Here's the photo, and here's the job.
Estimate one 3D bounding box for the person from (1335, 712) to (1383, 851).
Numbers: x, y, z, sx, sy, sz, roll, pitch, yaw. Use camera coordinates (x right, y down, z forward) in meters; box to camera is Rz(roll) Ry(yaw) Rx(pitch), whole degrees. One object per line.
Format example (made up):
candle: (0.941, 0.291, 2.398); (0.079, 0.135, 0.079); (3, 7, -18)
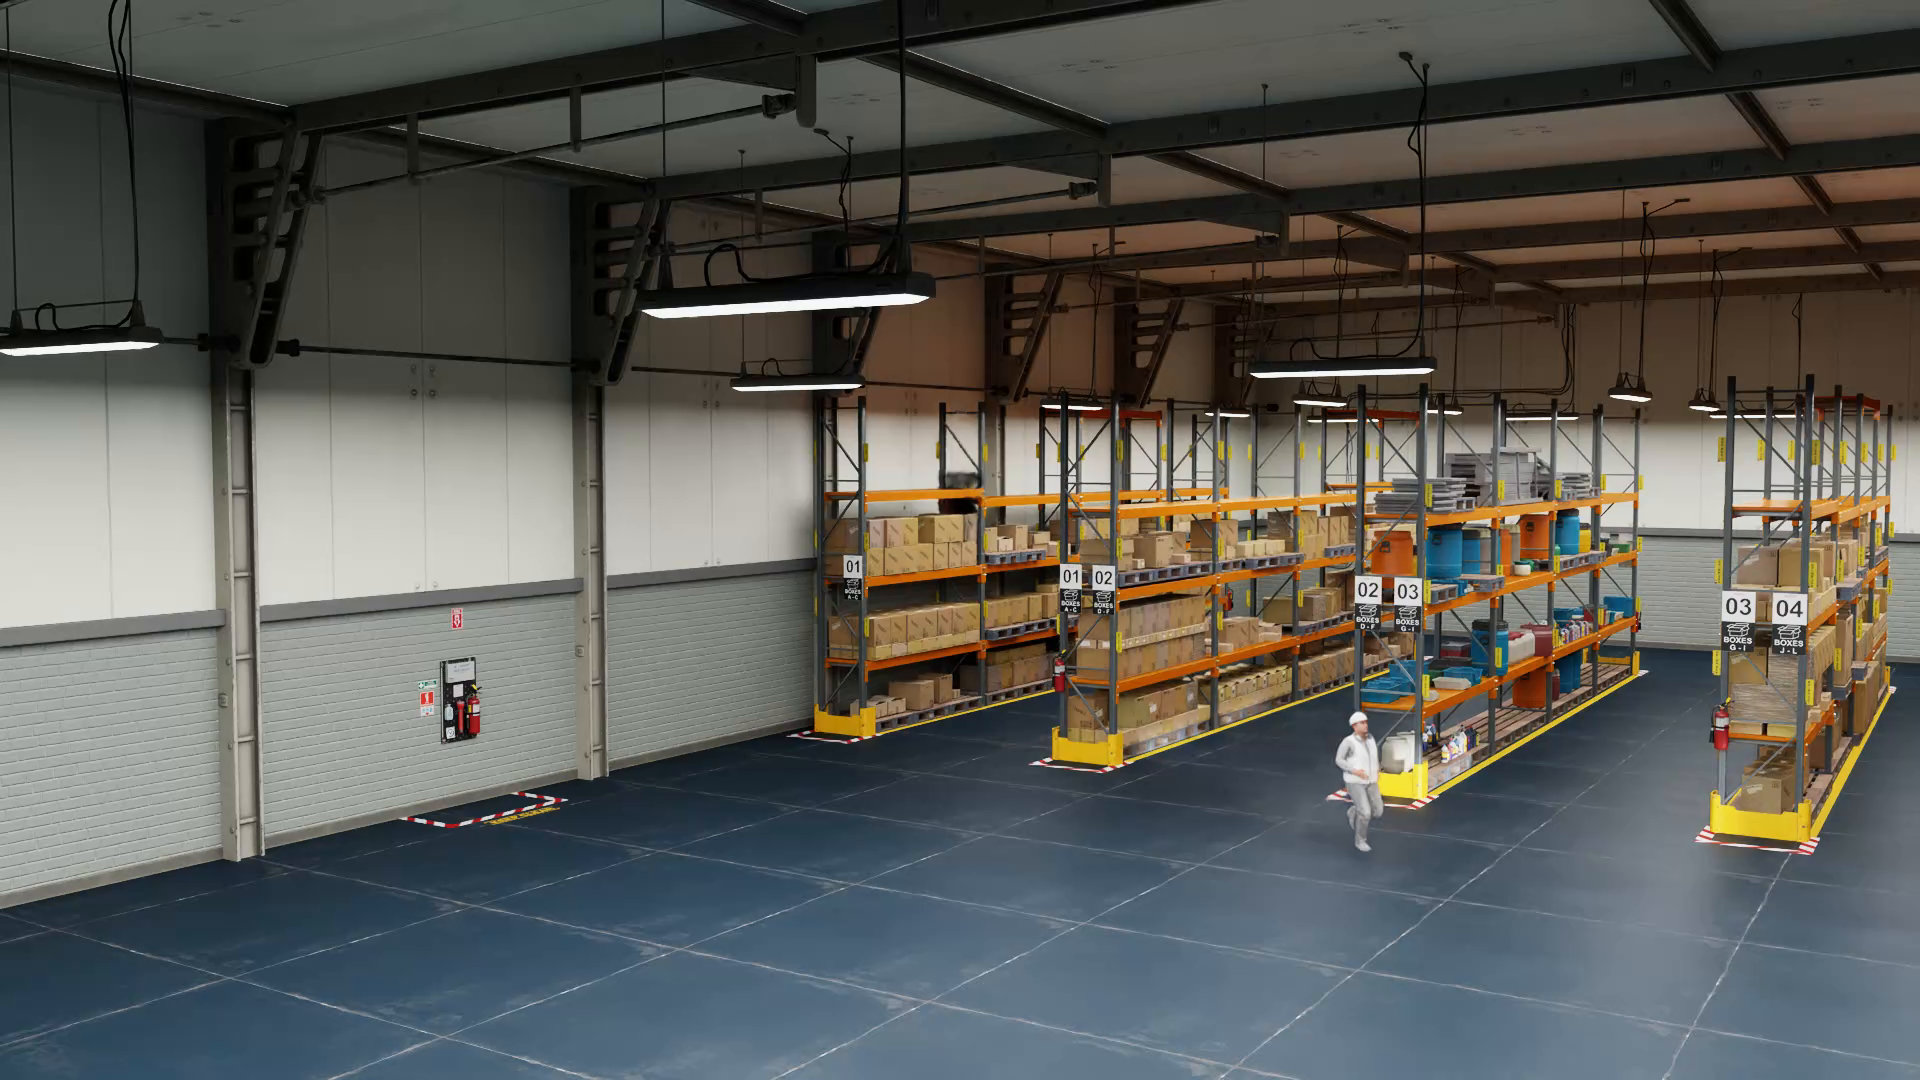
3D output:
person: (5.064, 3.042, 21.045); (0.702, 1.733, 0.554); (-2, 3, -30)

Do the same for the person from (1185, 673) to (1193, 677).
person: (4.754, 2.298, 34.766); (0.676, 1.814, 0.788); (1, 3, 26)
